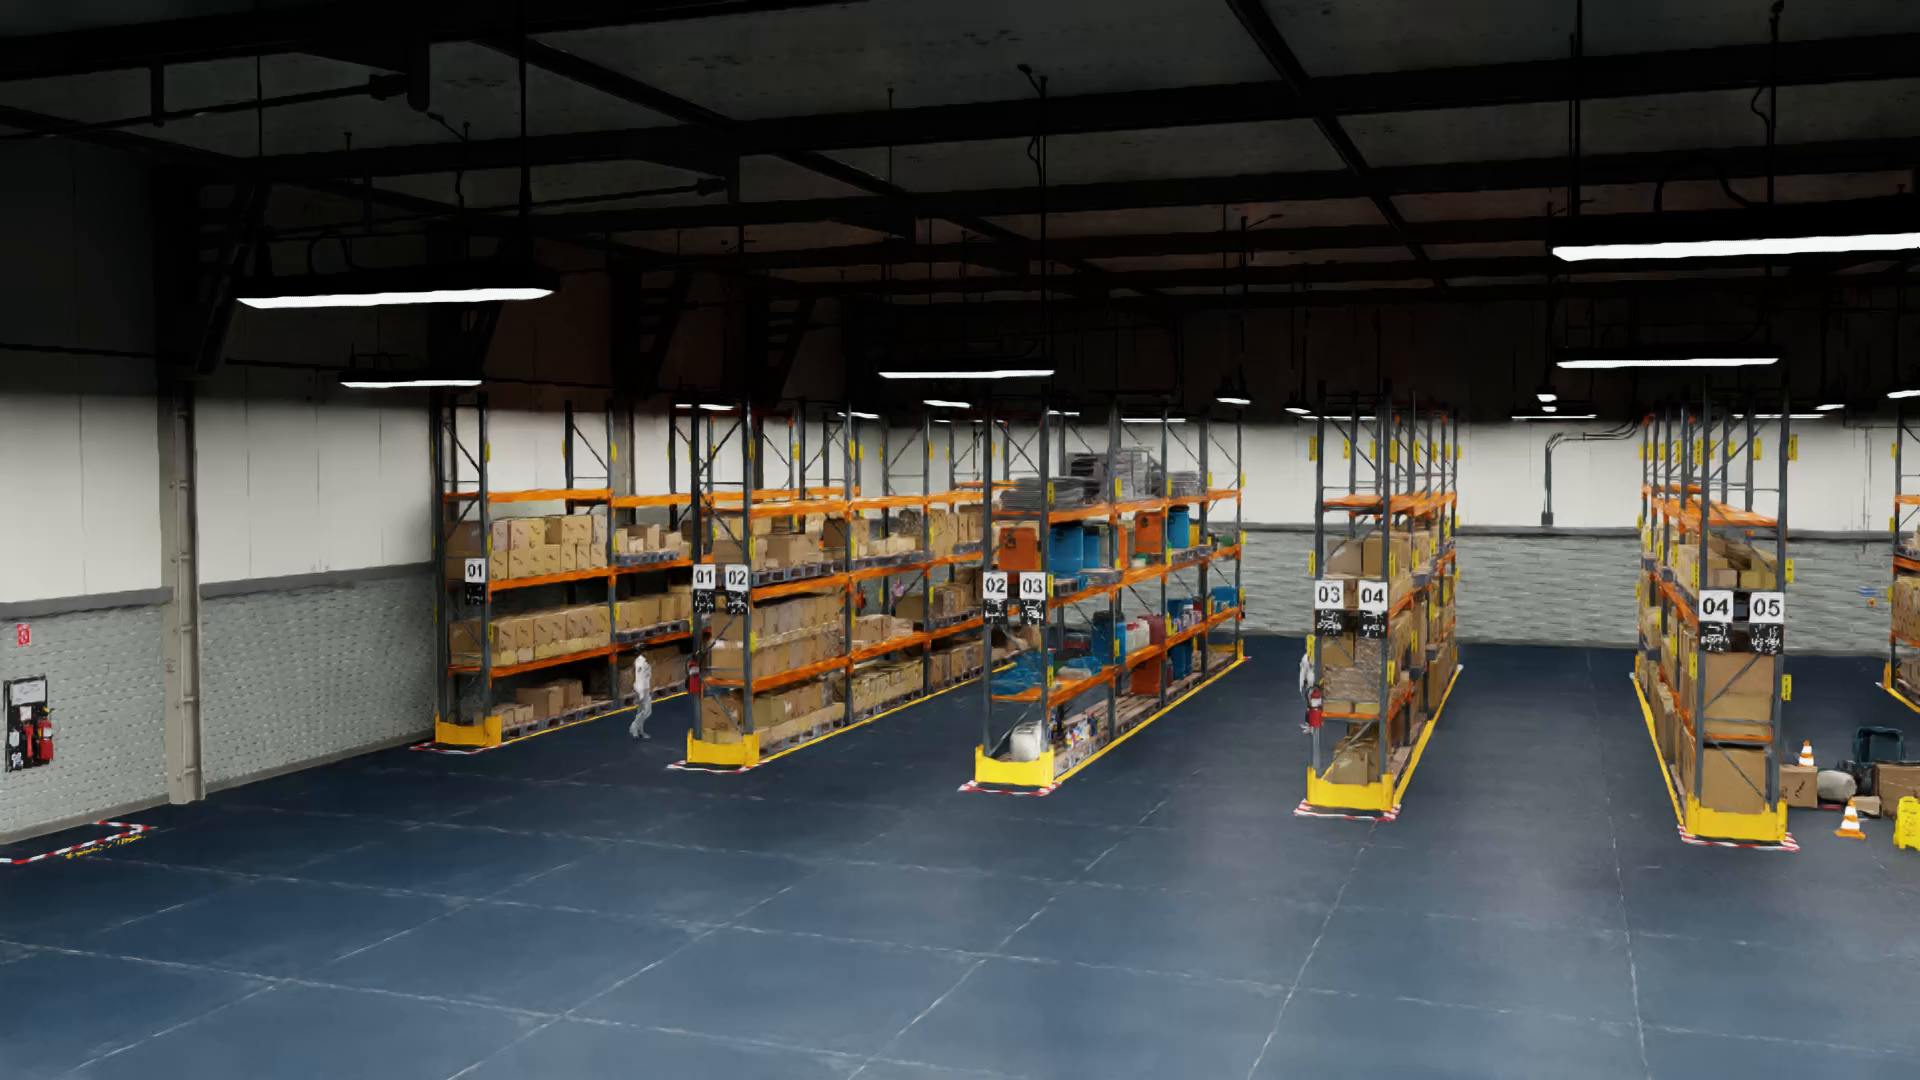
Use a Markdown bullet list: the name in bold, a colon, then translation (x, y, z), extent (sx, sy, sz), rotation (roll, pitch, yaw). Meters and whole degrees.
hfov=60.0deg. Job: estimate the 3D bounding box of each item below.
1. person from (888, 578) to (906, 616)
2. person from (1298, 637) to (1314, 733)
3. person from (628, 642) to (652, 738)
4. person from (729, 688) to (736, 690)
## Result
- **person**: translation (-1.687, 1.788, 45.845), extent (0.569, 1.530, 0.774), rotation (0, 3, 1)
- **person**: translation (6.245, 2.573, 29.691), extent (0.572, 1.667, 0.542), rotation (-3, 4, -44)
- **person**: translation (-5.572, 2.622, 28.966), extent (0.413, 1.675, 0.517), rotation (-1, 3, -10)
- **person**: translation (-4.591, 2.336, 34.380), extent (0.413, 1.671, 0.492), rotation (0, 3, -5)
